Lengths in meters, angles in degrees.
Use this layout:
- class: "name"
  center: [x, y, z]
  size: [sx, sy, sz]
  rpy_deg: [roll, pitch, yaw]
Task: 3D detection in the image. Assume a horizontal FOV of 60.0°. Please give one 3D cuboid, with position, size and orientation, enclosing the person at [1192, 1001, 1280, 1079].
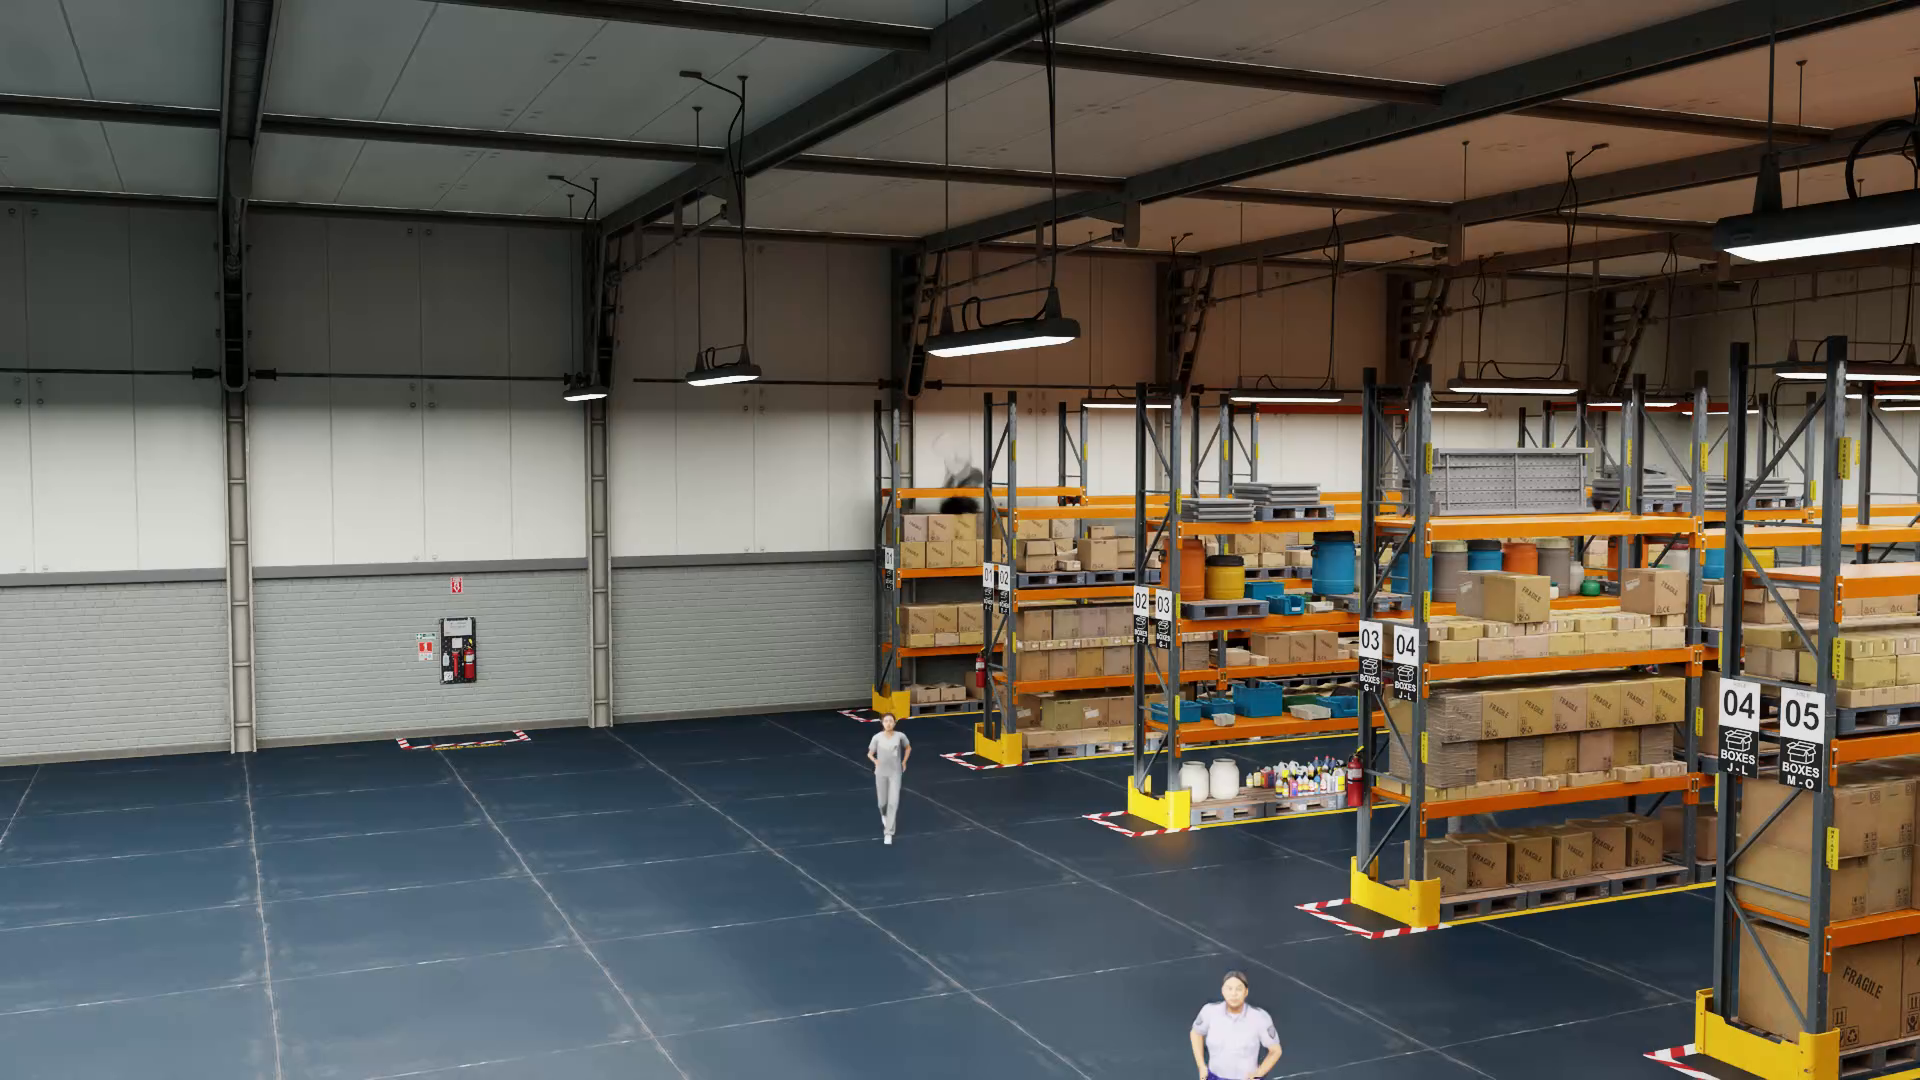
- class: "person"
  center: [1.847, 3.796, 11.208]
  size: [0.591, 1.444, 0.754]
  rpy_deg: [1, 3, 15]

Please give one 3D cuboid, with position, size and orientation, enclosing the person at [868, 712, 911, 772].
- class: "person"
  center: [-0.919, 2.643, 21.586]
  size: [0.567, 0.754, 0.525]
  rpy_deg: [0, 3, -2]

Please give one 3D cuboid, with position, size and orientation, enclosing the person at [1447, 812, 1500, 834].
- class: "person"
  center: [6.377, 3.046, 20.741]
  size: [0.969, 1.791, 0.652]
  rpy_deg: [-2, 4, -31]
